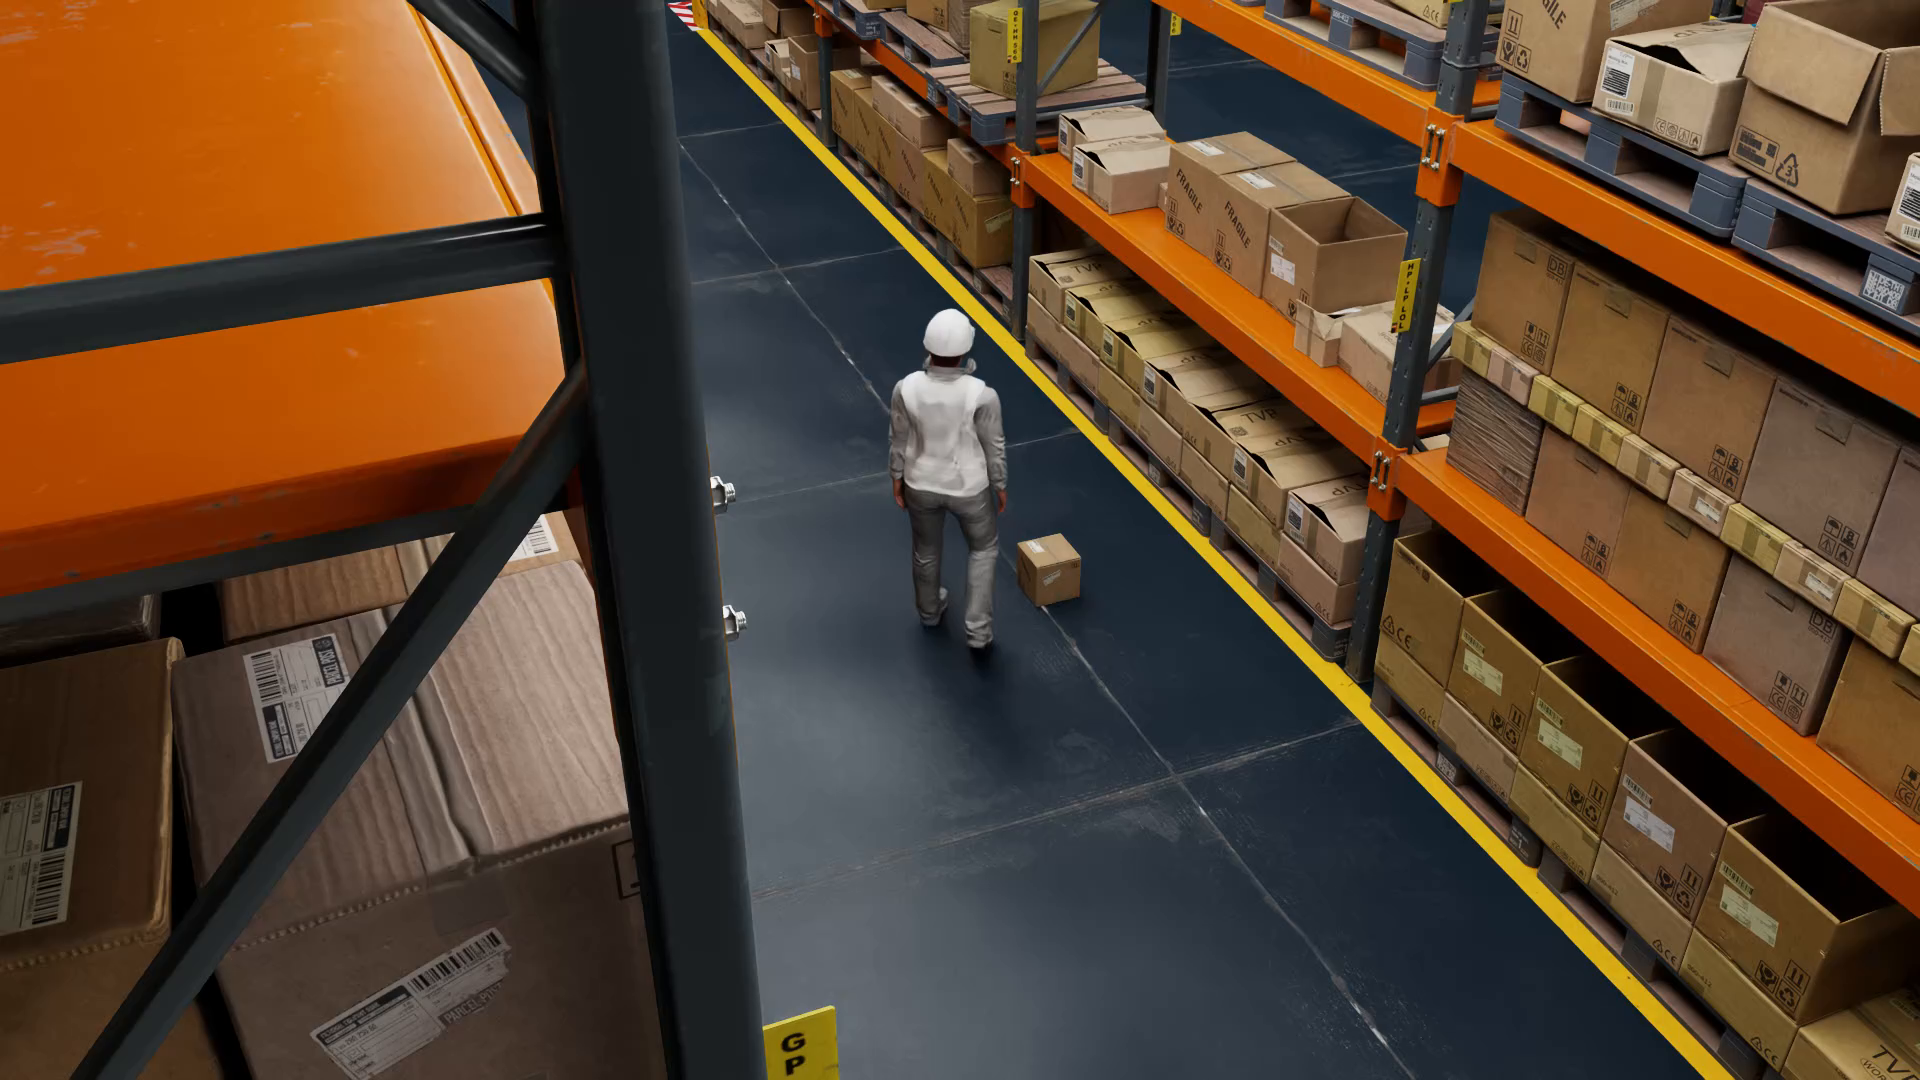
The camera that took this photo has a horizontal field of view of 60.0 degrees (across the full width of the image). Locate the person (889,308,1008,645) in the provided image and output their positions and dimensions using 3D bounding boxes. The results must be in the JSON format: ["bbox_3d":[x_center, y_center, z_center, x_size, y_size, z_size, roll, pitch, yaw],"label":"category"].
[{"bbox_3d":[-0.051,-0.293,7.942,0.574,1.774,0.564,8,34,12],"label":"person"}]
